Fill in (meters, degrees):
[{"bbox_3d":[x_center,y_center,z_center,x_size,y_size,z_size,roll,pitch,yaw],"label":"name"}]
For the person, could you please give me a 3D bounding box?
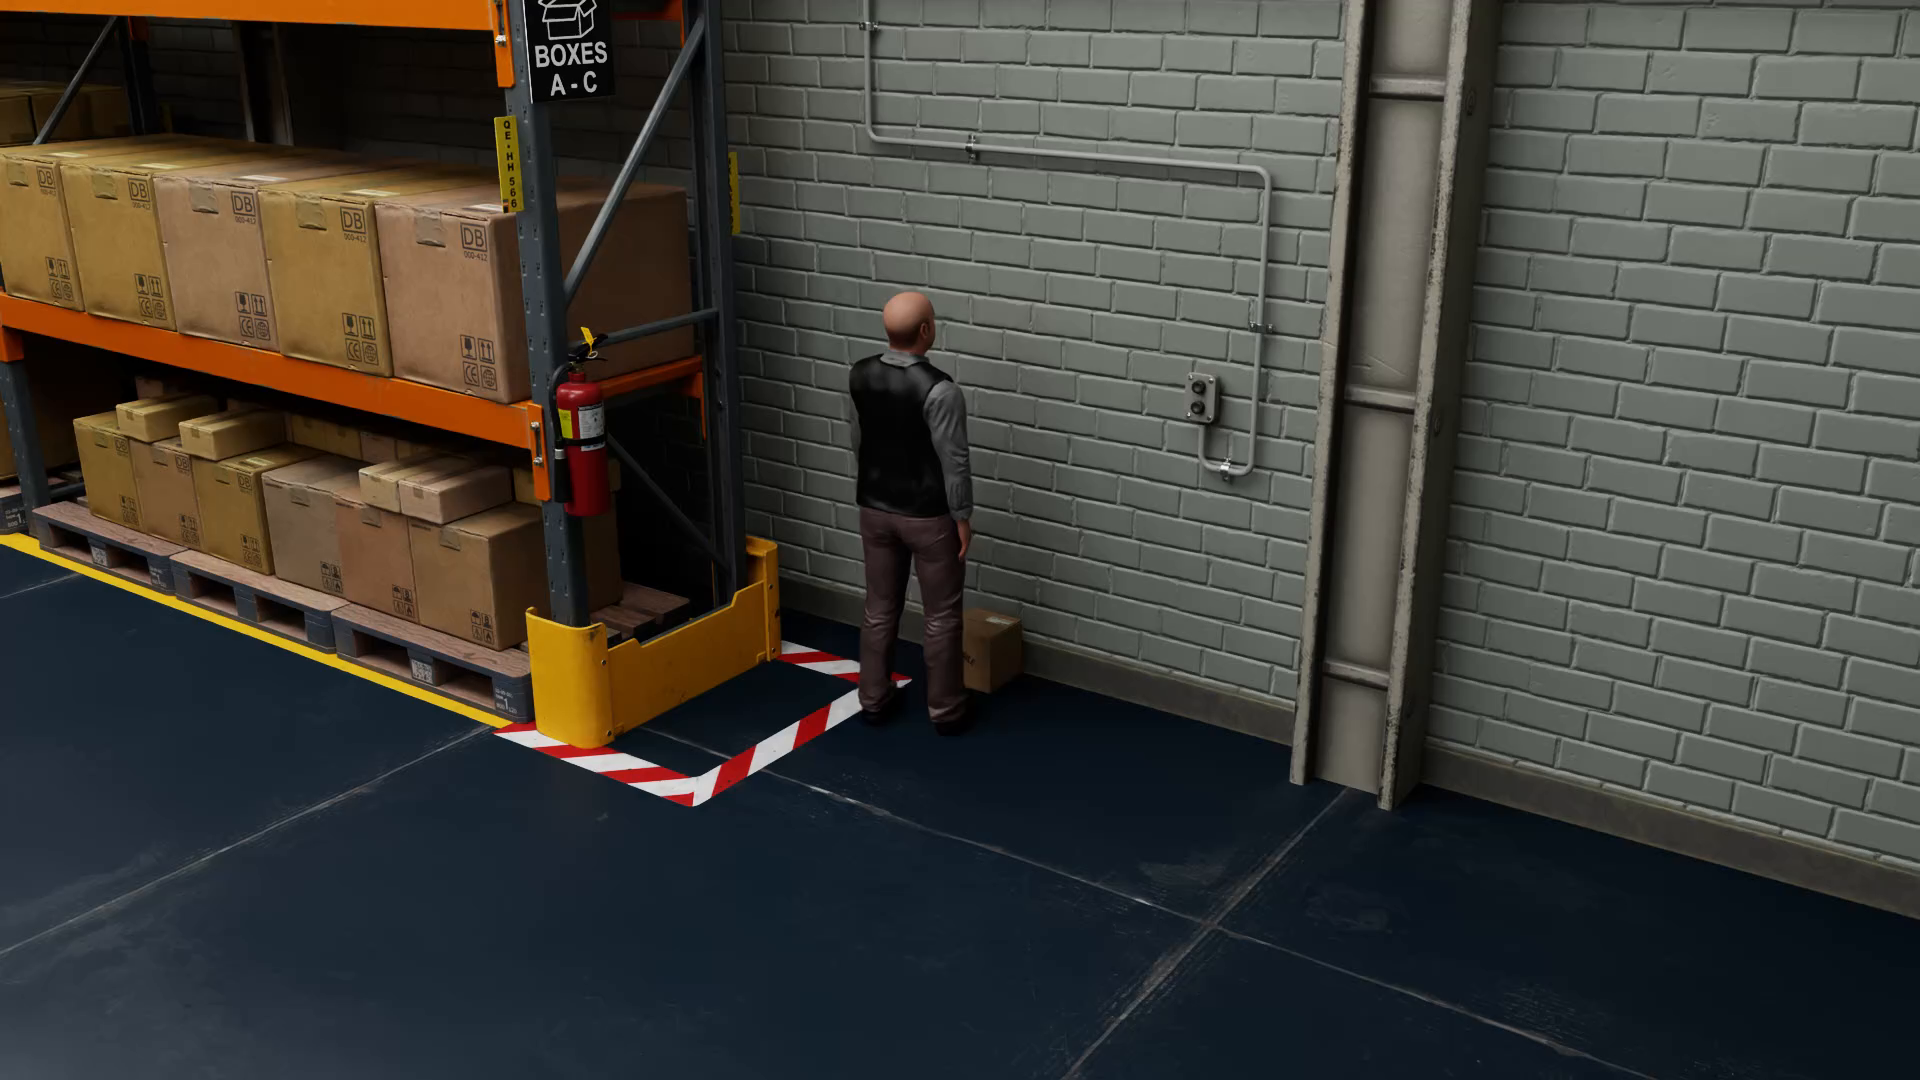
[{"bbox_3d":[-0.160,-0.008,6.405,0.537,1.527,0.399,12,23,30],"label":"person"}]
